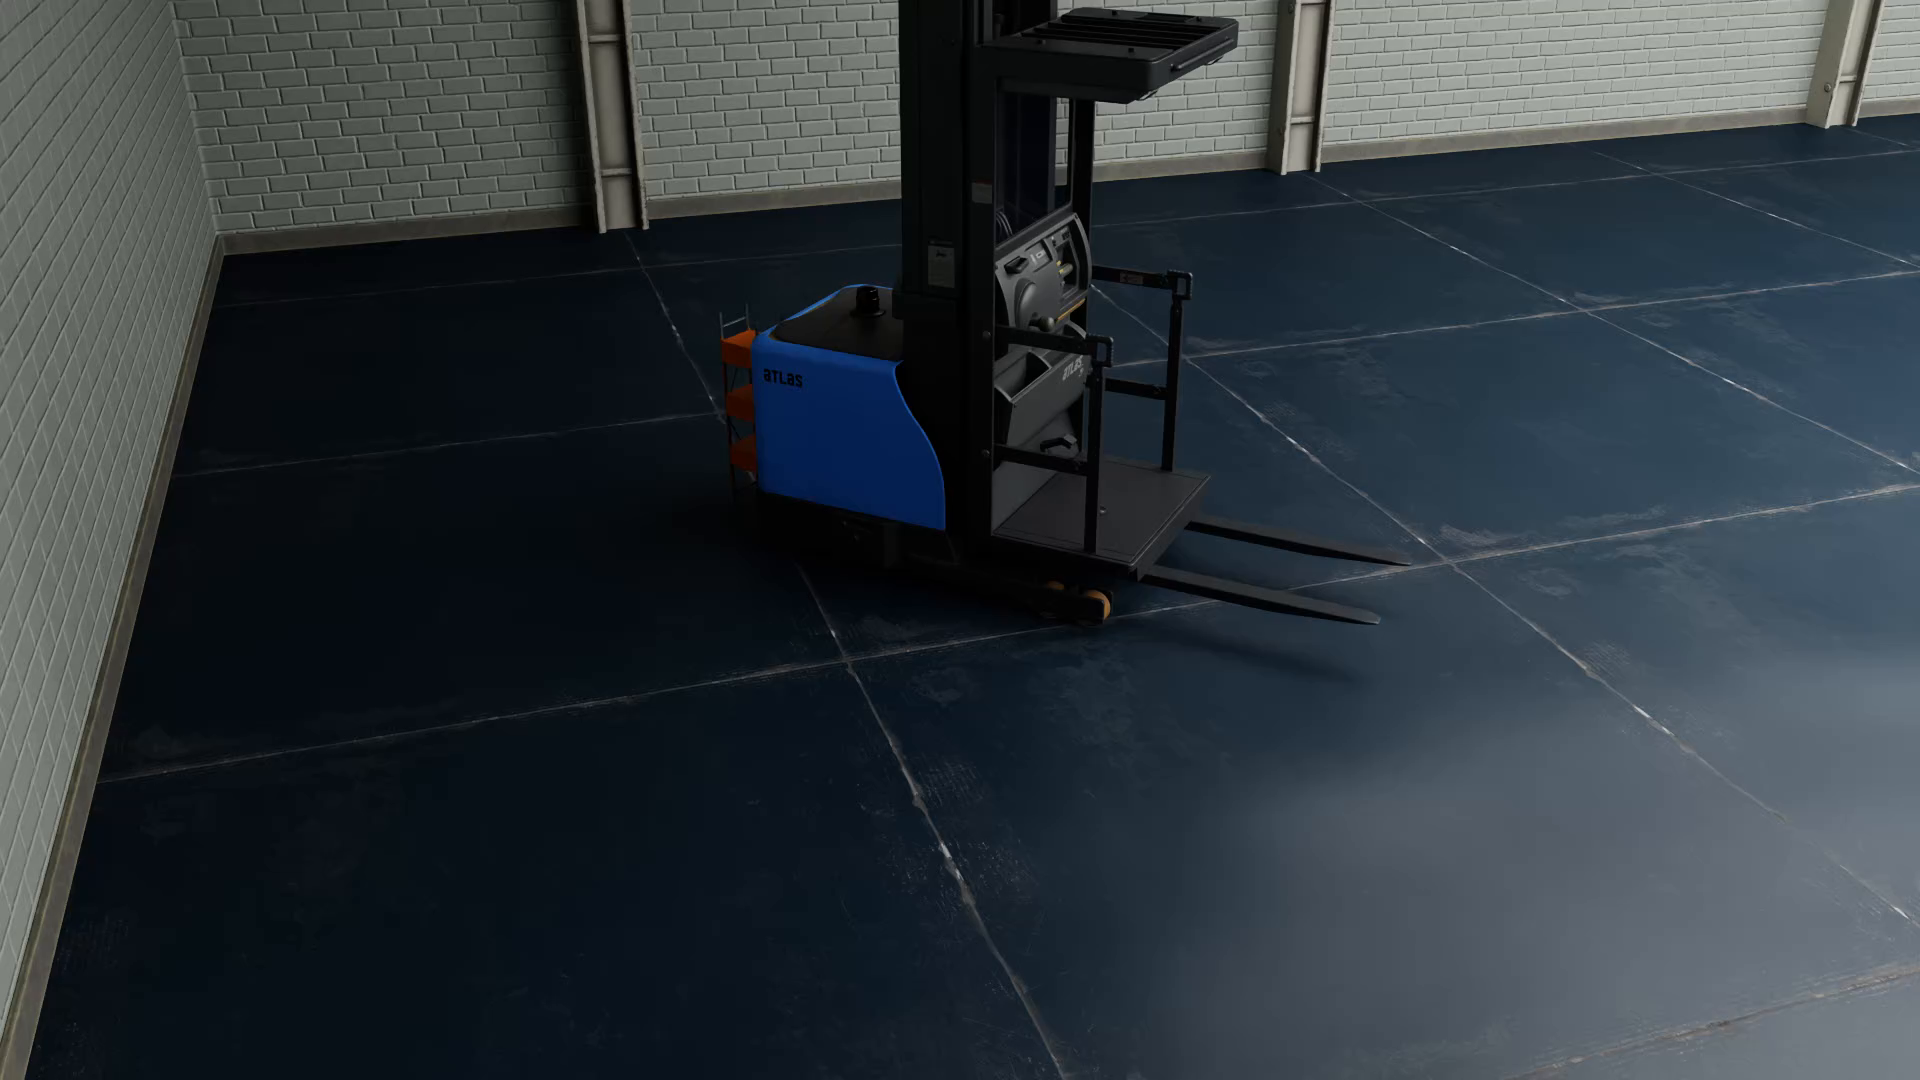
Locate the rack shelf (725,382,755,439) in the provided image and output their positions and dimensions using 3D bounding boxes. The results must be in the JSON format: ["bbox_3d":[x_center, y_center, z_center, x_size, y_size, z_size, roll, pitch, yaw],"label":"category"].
[{"bbox_3d":[-1.016,-0.635,8.368,0.240,0.259,0.215,18,33,33],"label":"rack shelf"}]

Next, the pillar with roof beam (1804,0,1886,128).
[{"bbox_3d":[10.033,-6.378,10.977,0.400,9.000,9.100,-8,28,-16],"label":"pillar with roof beam"}]

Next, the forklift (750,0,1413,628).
[{"bbox_3d":[0.560,-1.190,7.350,3.031,2.935,1.130,12,29,23],"label":"forklift"}]

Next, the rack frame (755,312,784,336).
[{"bbox_3d":[-0.919,-0.612,8.298,0.008,1.050,0.200,18,33,33],"label":"rack frame"}]

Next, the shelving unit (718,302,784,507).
[{"bbox_3d":[-1.016,-0.644,8.363,0.252,1.050,0.215,18,33,33],"label":"shelving unit"}]

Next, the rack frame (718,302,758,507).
[{"bbox_3d":[-1.114,-0.677,8.429,0.008,1.050,0.200,18,33,33],"label":"rack frame"}]

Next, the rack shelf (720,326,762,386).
[{"bbox_3d":[-1.019,-0.887,8.239,0.240,0.259,0.215,18,33,33],"label":"rack shelf"}]

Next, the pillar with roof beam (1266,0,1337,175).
[{"bbox_3d":[4.328,-5.551,9.312,0.400,9.000,9.100,-8,28,-16],"label":"pillar with roof beam"}]

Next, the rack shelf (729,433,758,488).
[{"bbox_3d":[-1.014,-0.388,8.495,0.240,0.259,0.215,18,33,33],"label":"rack shelf"}]

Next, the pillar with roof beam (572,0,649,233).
[{"bbox_3d":[-1.377,-4.725,7.648,0.400,9.000,9.100,-8,28,-16],"label":"pillar with roof beam"}]
